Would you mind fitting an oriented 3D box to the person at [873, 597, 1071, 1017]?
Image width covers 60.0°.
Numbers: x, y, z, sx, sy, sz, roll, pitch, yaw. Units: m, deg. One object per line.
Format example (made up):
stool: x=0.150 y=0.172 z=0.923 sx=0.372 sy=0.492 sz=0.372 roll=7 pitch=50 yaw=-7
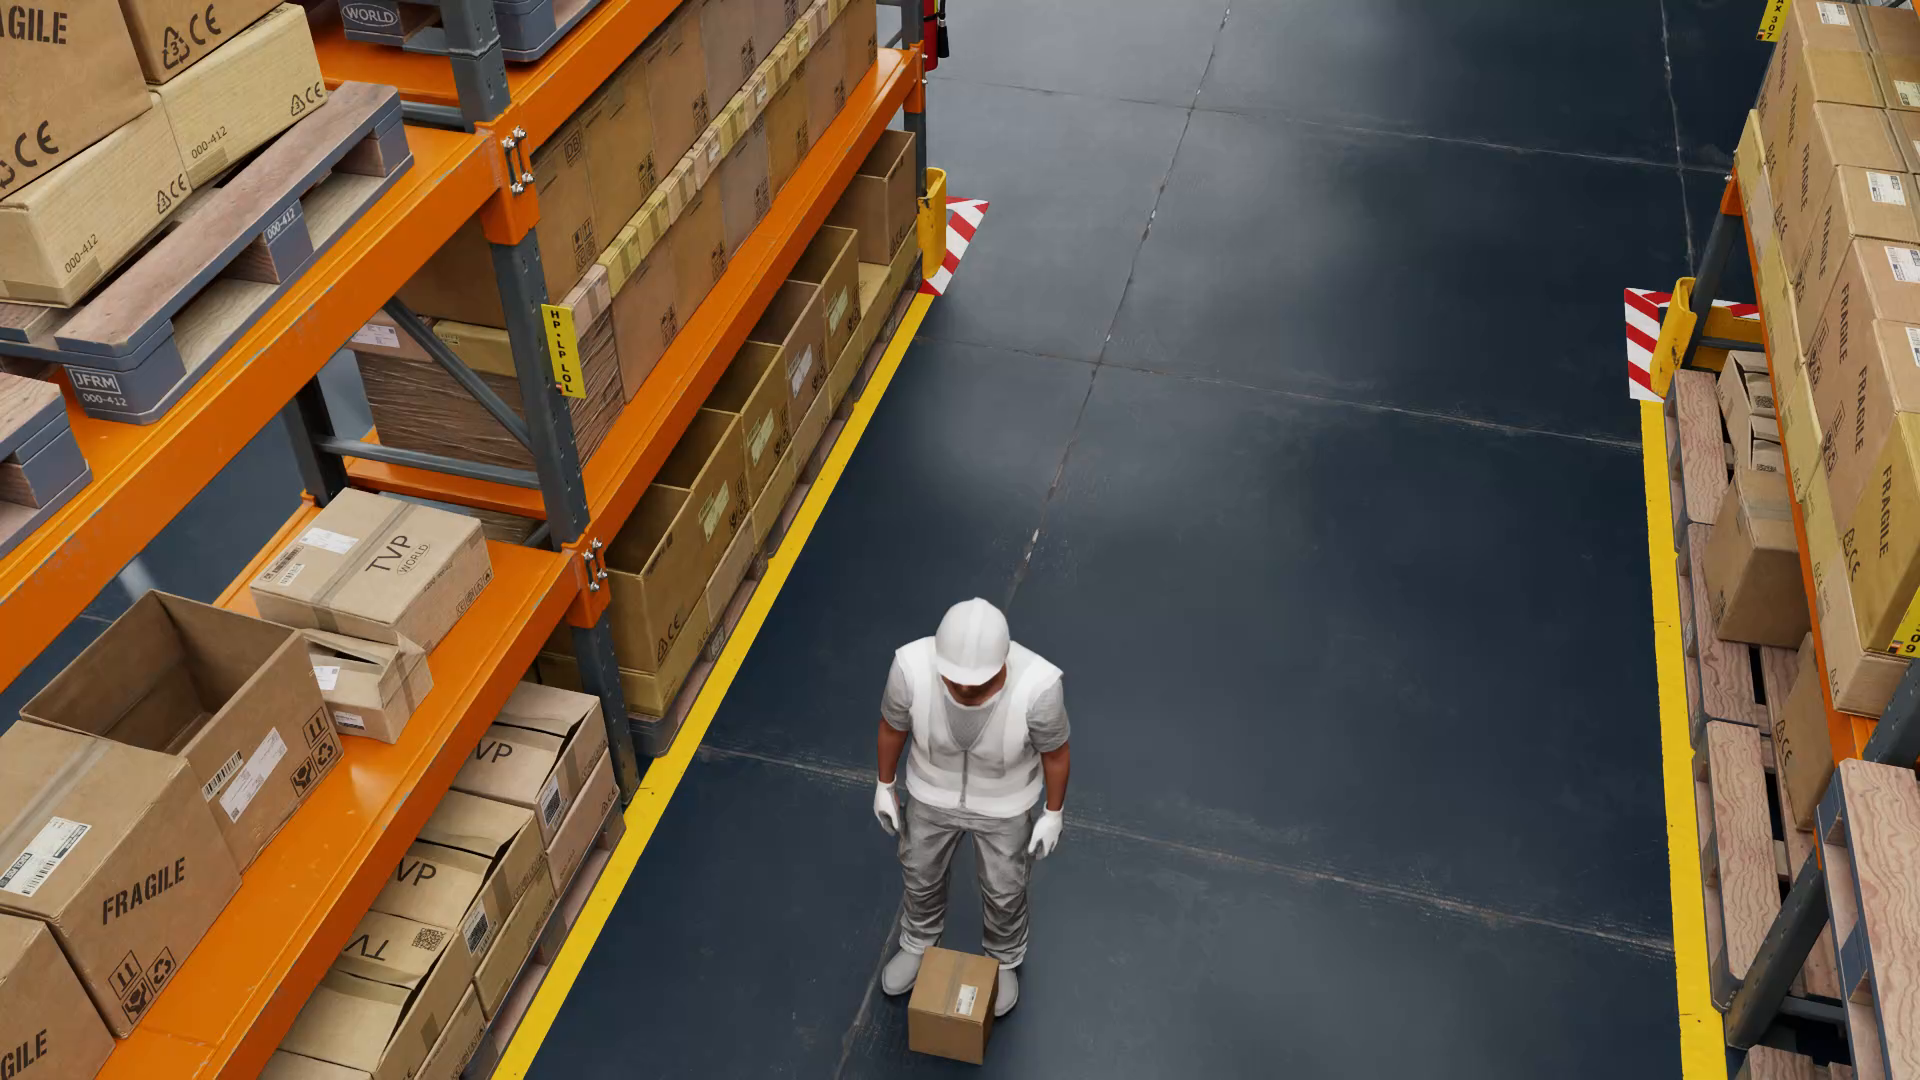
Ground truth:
person: x=0.029 y=0.818 z=5.197 sx=0.608 sy=1.773 sz=0.449 roll=8 pitch=41 yaw=10
